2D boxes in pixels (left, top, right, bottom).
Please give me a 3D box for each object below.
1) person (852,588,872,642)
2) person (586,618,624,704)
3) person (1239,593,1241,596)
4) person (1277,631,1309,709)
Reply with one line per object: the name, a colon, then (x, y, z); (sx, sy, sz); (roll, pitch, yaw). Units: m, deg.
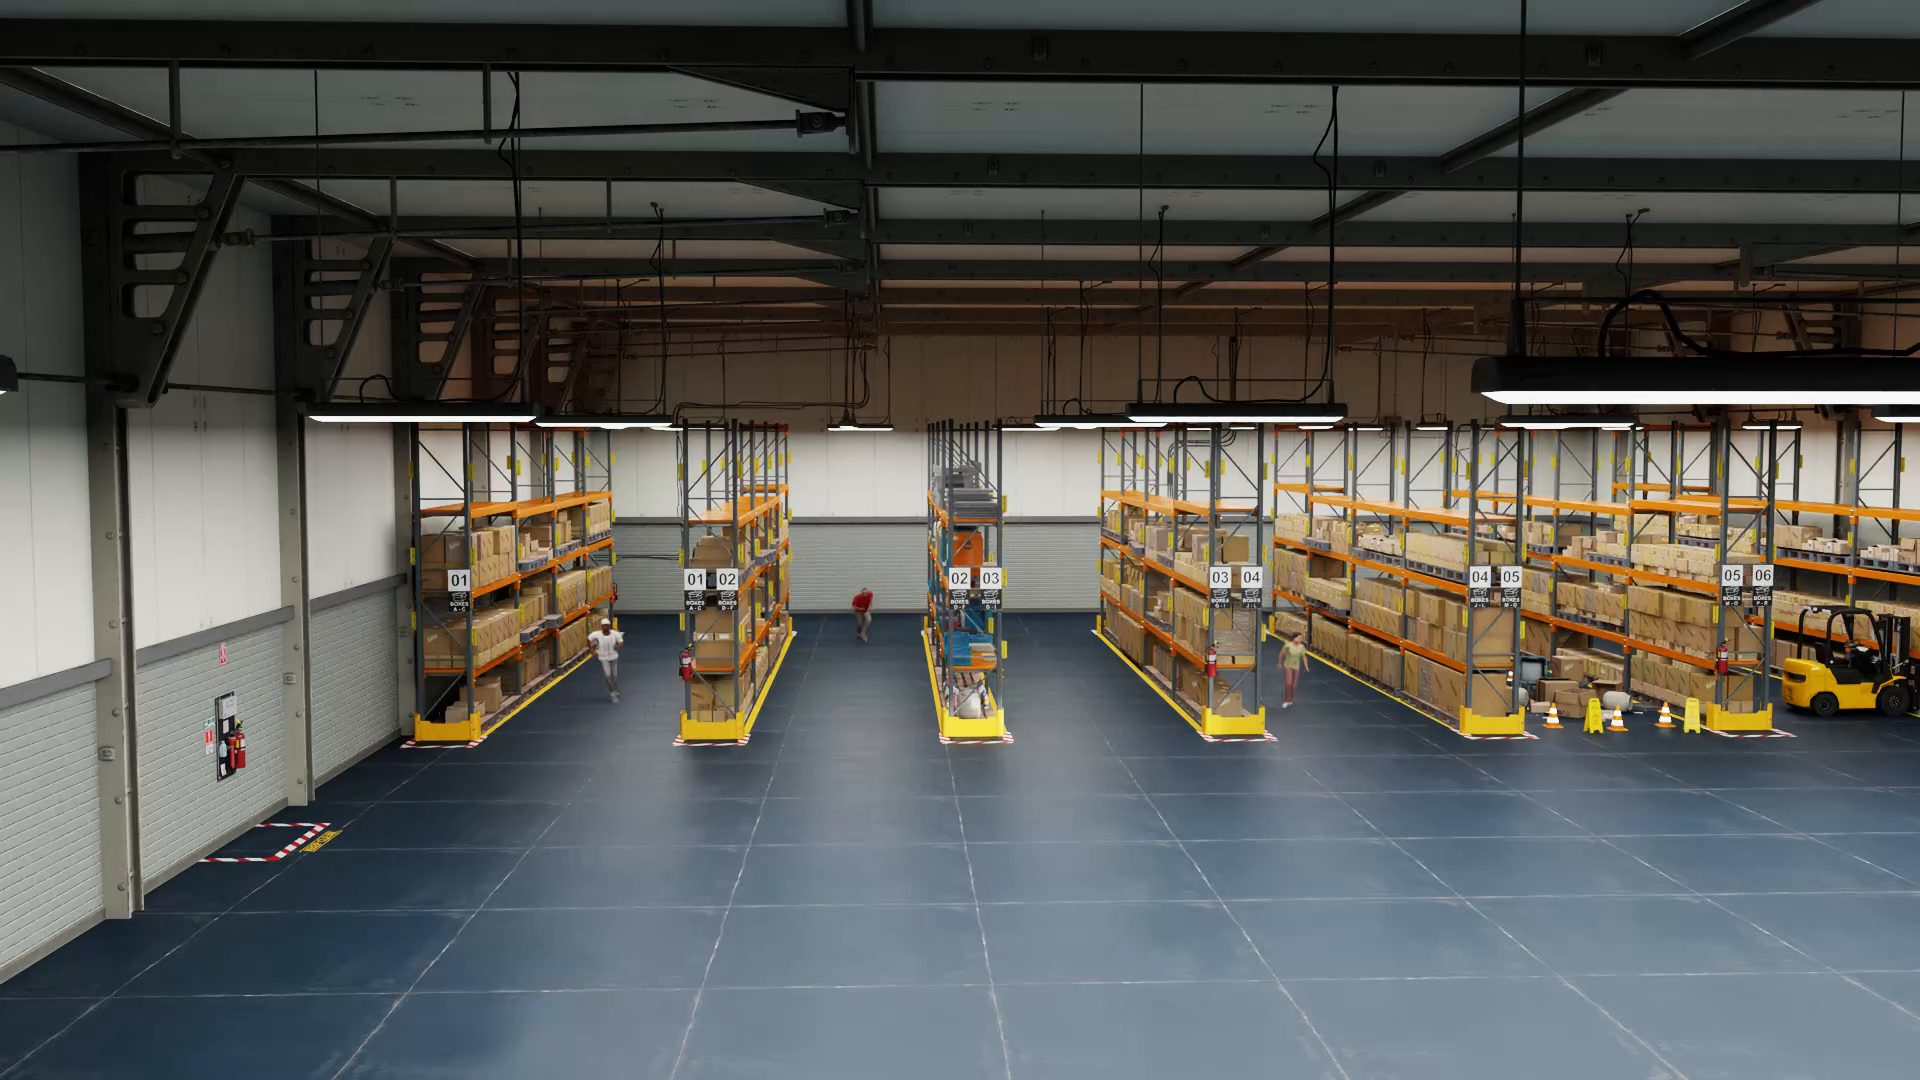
person: (-2.757, 2.042, 46.131); (0.662, 1.528, 1.119); (-1, 4, -22)
person: (-7.551, 2.571, 35.534); (0.772, 1.810, 0.787); (-2, 4, -25)
person: (8.350, 1.823, 48.663); (0.581, 1.587, 0.810); (3, 5, 41)
person: (6.957, 2.694, 34.830); (0.562, 1.631, 0.688); (-1, 4, -12)
